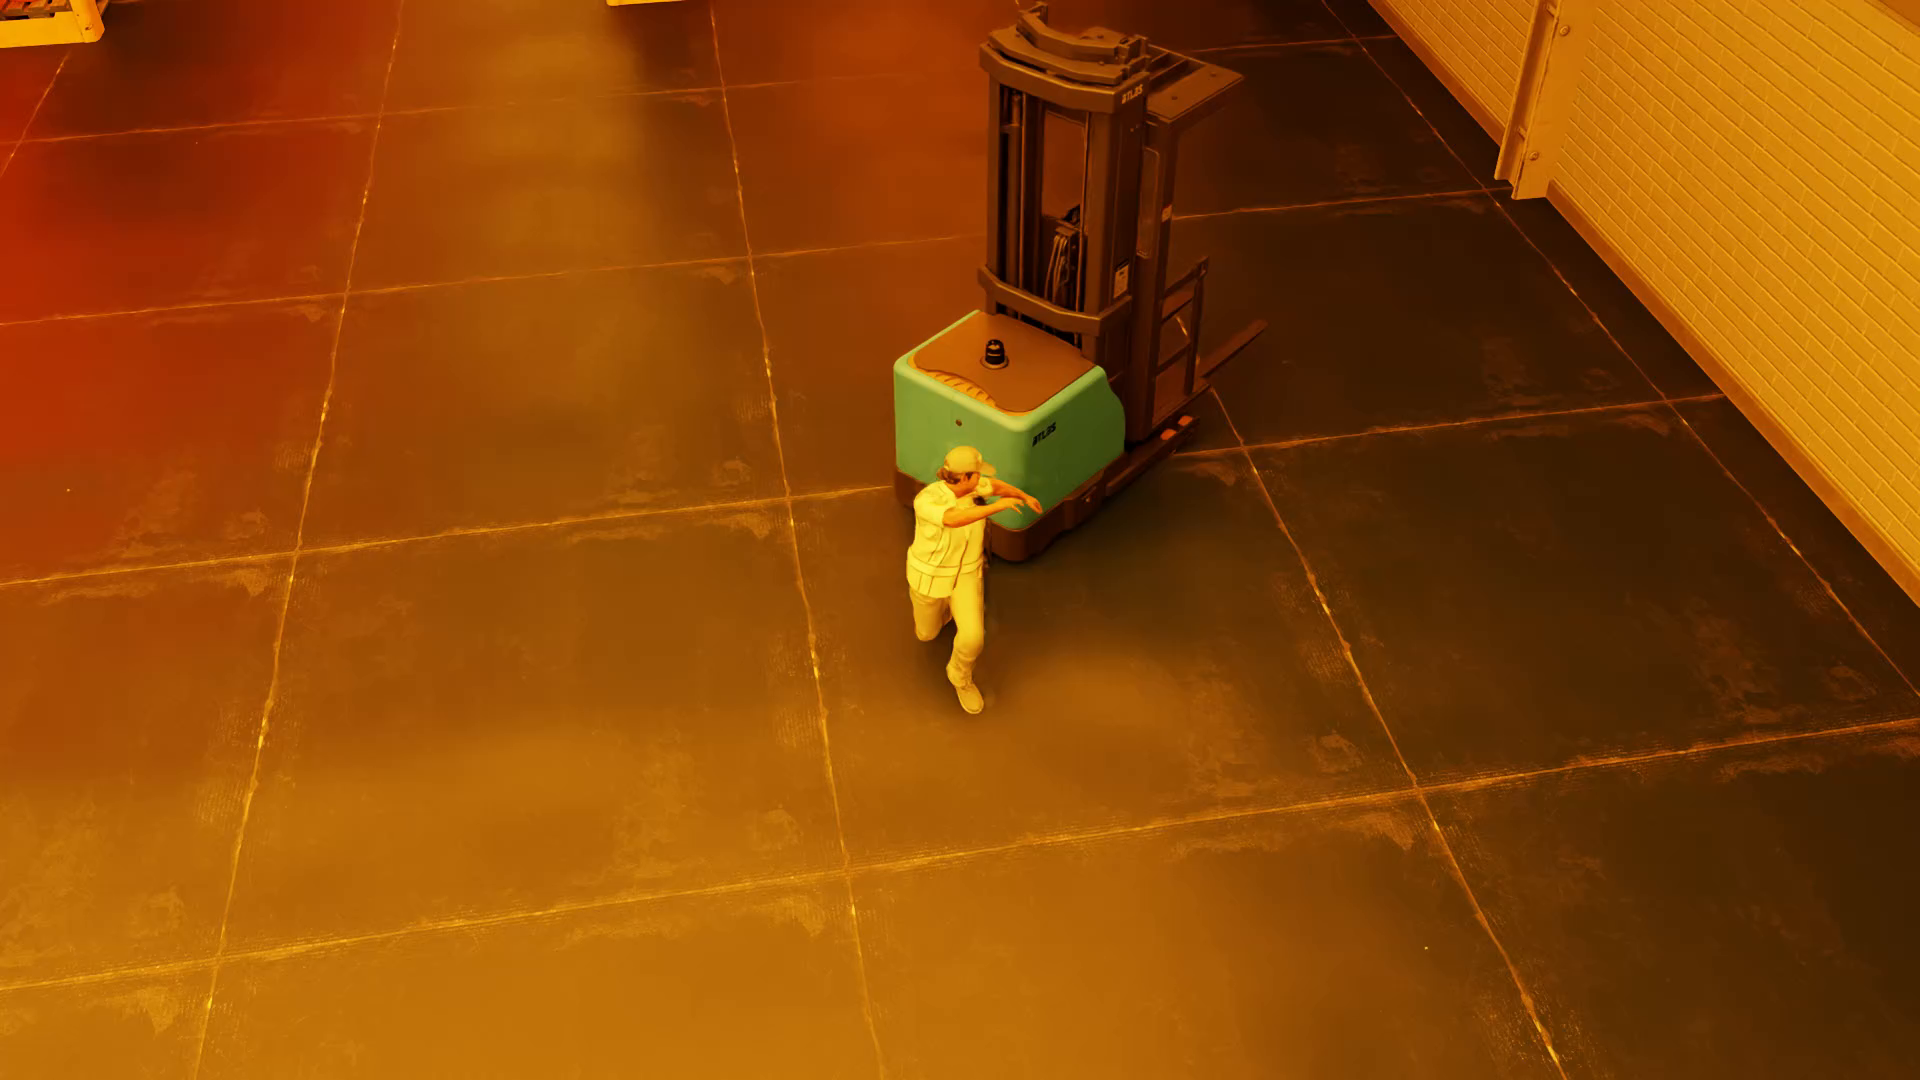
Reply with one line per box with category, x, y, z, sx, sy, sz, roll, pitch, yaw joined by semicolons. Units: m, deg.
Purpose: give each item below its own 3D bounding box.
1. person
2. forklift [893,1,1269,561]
person;0.130;0.112;9.033;0.853;1.382;0.944;-9;41;-11
forklift;0.930;-1.870;10.158;1.130;2.935;3.031;29;48;30
